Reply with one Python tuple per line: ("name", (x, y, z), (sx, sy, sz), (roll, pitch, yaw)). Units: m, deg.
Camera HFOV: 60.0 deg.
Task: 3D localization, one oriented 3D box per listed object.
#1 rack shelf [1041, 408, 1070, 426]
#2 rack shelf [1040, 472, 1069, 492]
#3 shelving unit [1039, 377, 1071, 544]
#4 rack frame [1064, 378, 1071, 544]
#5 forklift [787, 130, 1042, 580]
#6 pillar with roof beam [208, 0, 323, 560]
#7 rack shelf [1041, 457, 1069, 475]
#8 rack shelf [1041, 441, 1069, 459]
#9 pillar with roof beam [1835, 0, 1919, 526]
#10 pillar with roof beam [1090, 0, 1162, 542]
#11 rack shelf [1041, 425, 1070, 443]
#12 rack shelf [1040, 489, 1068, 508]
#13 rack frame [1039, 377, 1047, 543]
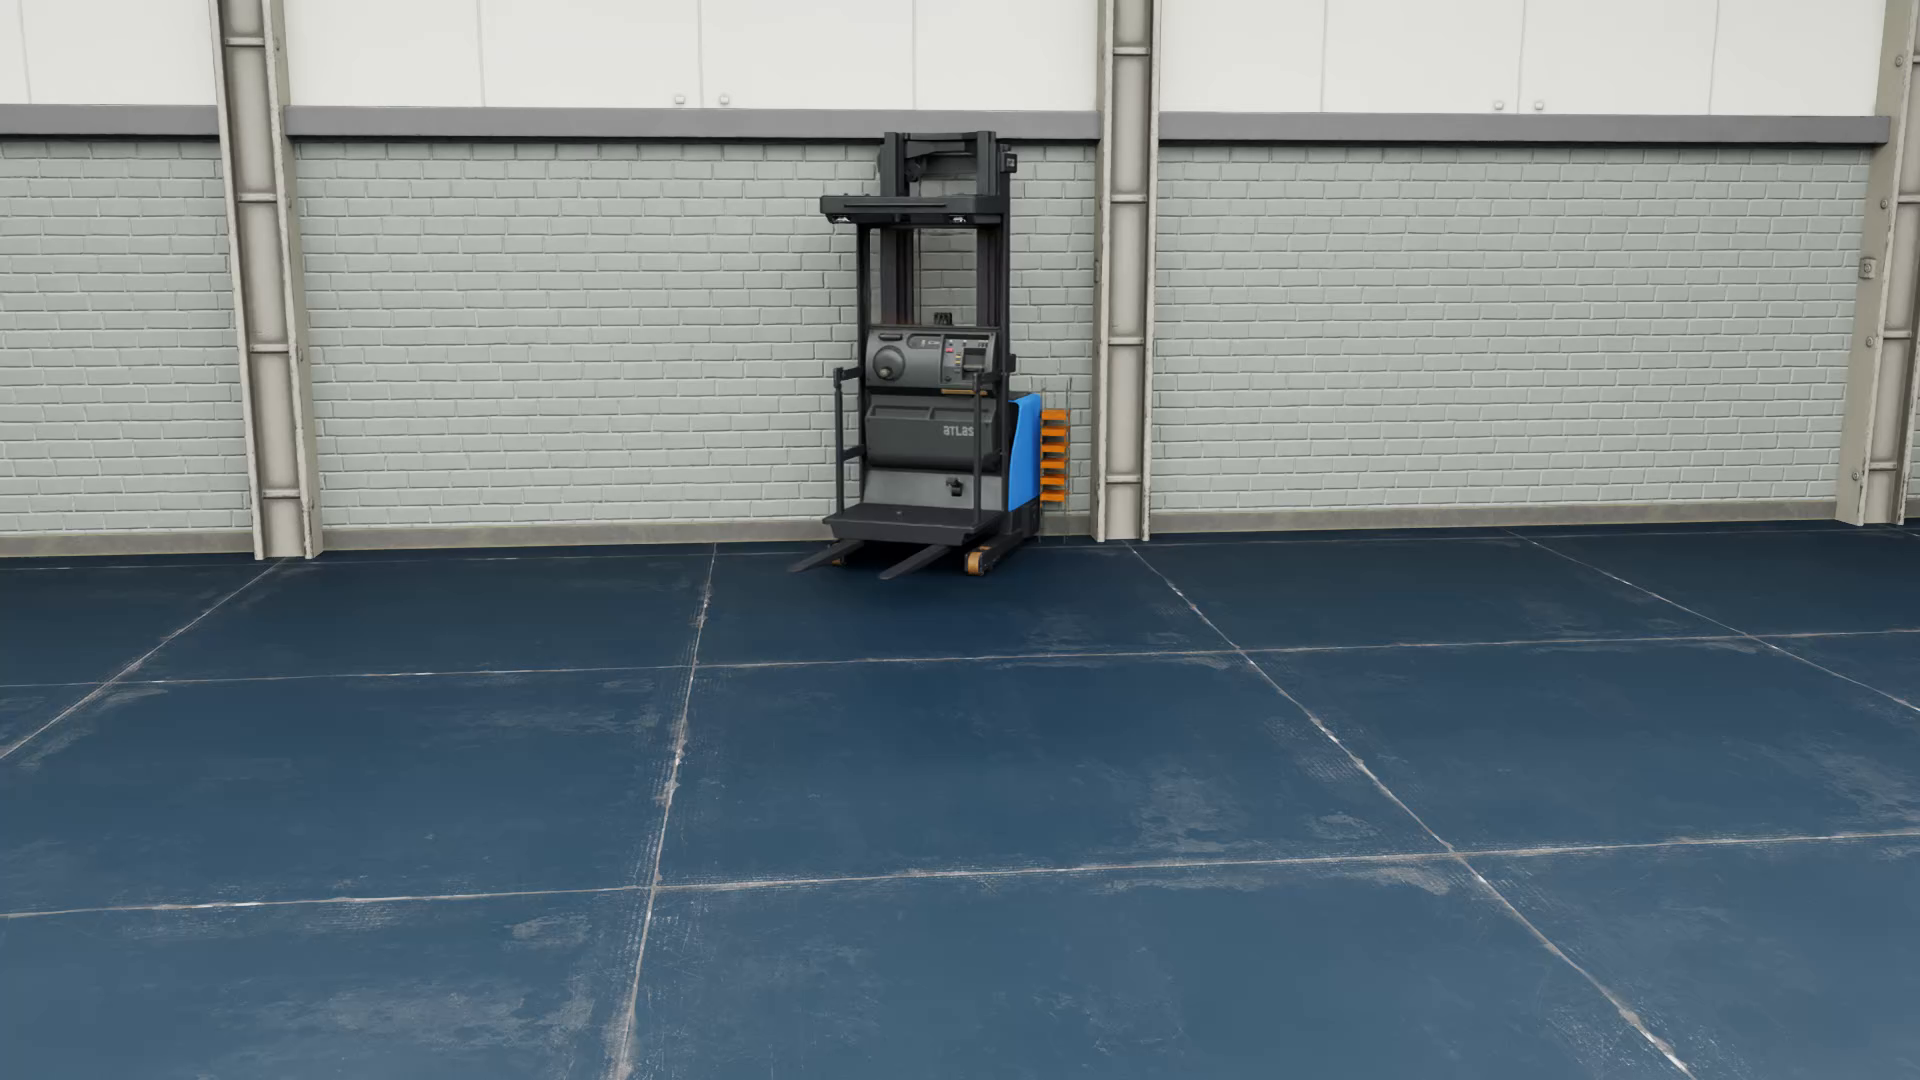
("rack shelf", (0.704, -0.899, 12.189), (0.180, 0.103, 0.258), (2, 11, 10))
("rack shelf", (0.701, -0.428, 12.282), (0.180, 0.103, 0.258), (2, 11, 10))
("shelving unit", (0.702, -0.589, 12.250), (0.189, 1.200, 0.258), (2, 11, 10))
("rack frame", (0.792, -0.585, 12.234), (0.006, 1.200, 0.240), (2, 11, 10))
("forklift", (-0.270, -1.283, 11.298), (1.130, 2.935, 3.031), (4, 12, 18))
("pillar with roof beam", (-4.305, -3.486, 6.771), (0.400, 9.000, 9.100), (-1, 11, -6))
("rack shelf", (0.702, -0.545, 12.259), (0.180, 0.103, 0.258), (2, 11, 10))
("rack shelf", (0.702, -0.663, 12.236), (0.180, 0.103, 0.258), (2, 11, 10))
("pillar with roof beam", (7.625, -3.736, 8.043), (0.400, 9.000, 9.100), (-1, 11, -6))
("pillar with roof beam", (1.660, -3.611, 7.407), (0.400, 9.000, 9.100), (-1, 11, -6))
("rack shelf", (0.703, -0.781, 12.213), (0.180, 0.103, 0.258), (2, 11, 10))
("rack shelf", (0.700, -0.310, 12.305), (0.180, 0.103, 0.258), (2, 11, 10))
("rack frame", (0.612, -0.593, 12.267), (0.006, 1.200, 0.240), (2, 11, 10))
